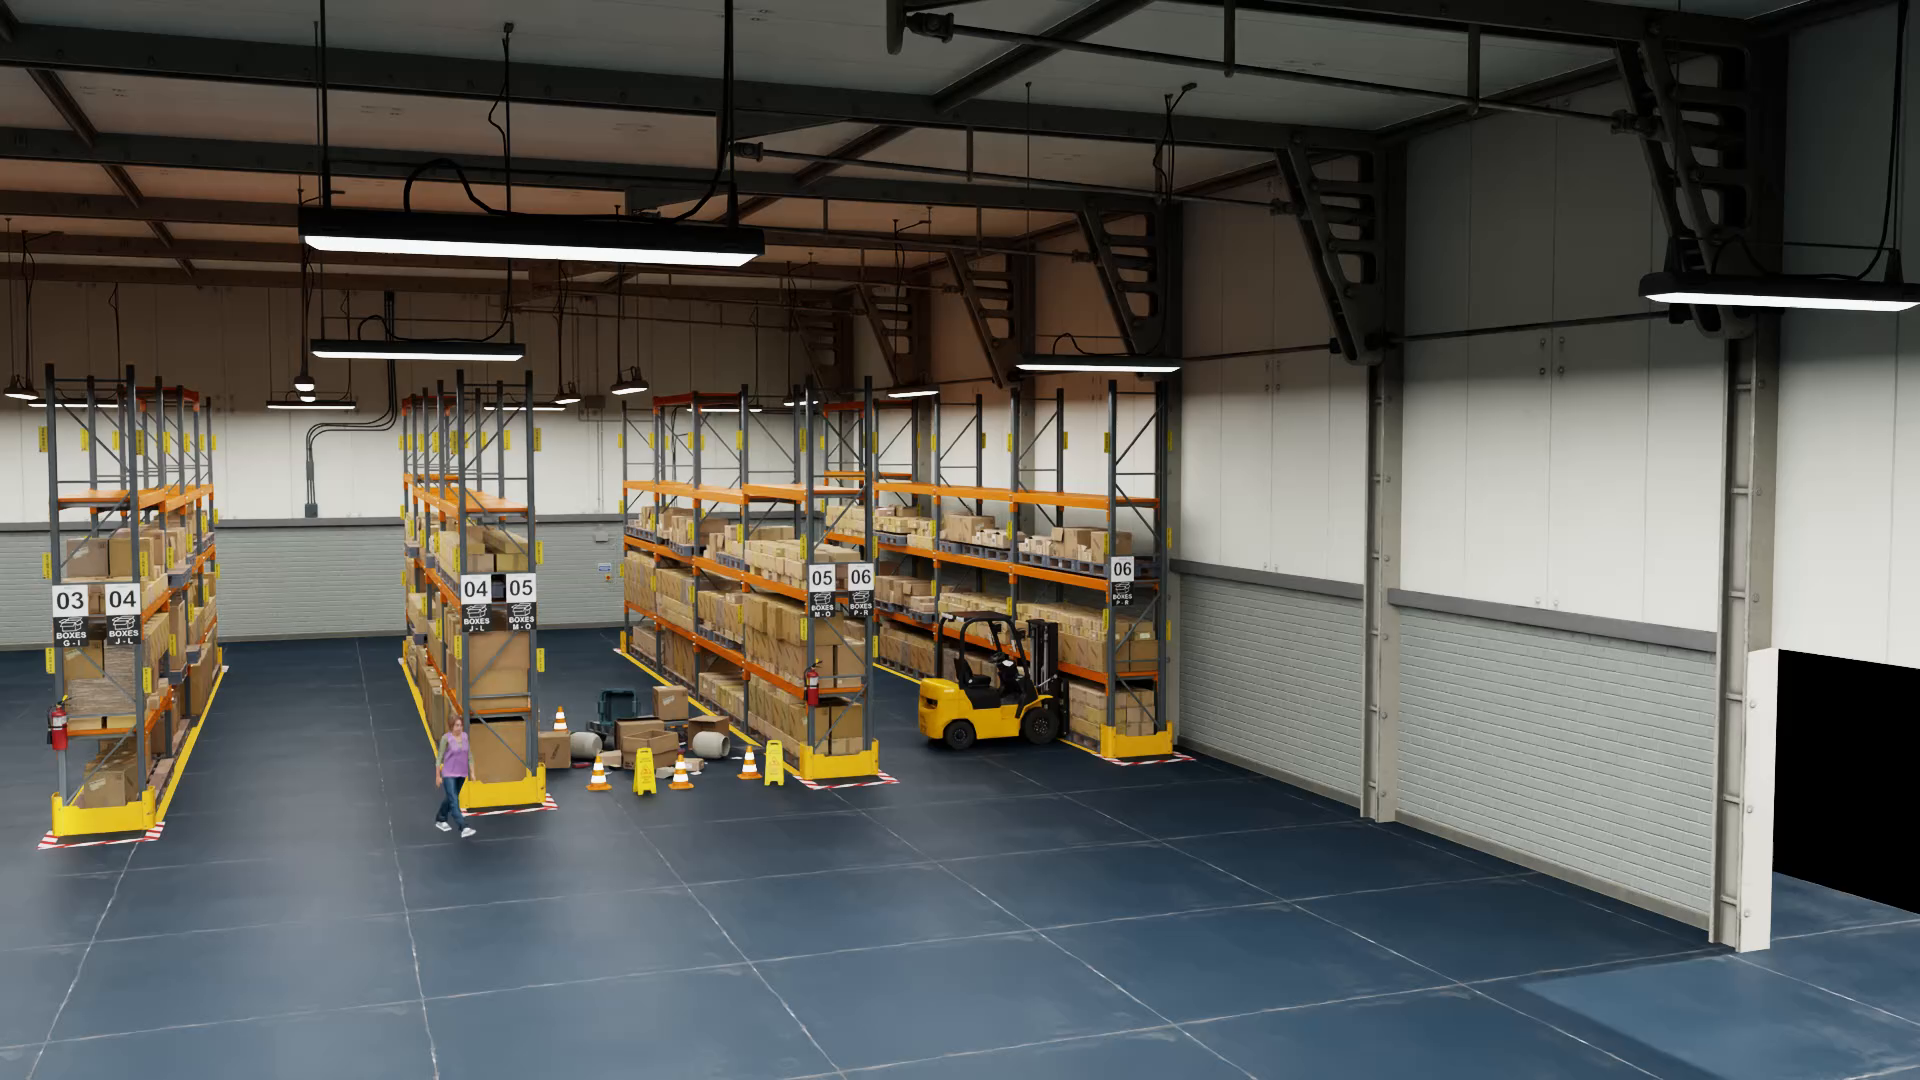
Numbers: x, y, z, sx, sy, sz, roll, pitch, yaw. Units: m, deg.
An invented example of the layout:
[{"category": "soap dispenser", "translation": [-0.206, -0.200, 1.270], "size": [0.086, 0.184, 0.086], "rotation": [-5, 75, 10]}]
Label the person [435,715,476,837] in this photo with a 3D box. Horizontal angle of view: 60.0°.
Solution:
[{"category": "person", "translation": [-6.367, 2.984, 21.065], "size": [1.020, 1.520, 0.430], "rotation": [2, 4, 34]}]
